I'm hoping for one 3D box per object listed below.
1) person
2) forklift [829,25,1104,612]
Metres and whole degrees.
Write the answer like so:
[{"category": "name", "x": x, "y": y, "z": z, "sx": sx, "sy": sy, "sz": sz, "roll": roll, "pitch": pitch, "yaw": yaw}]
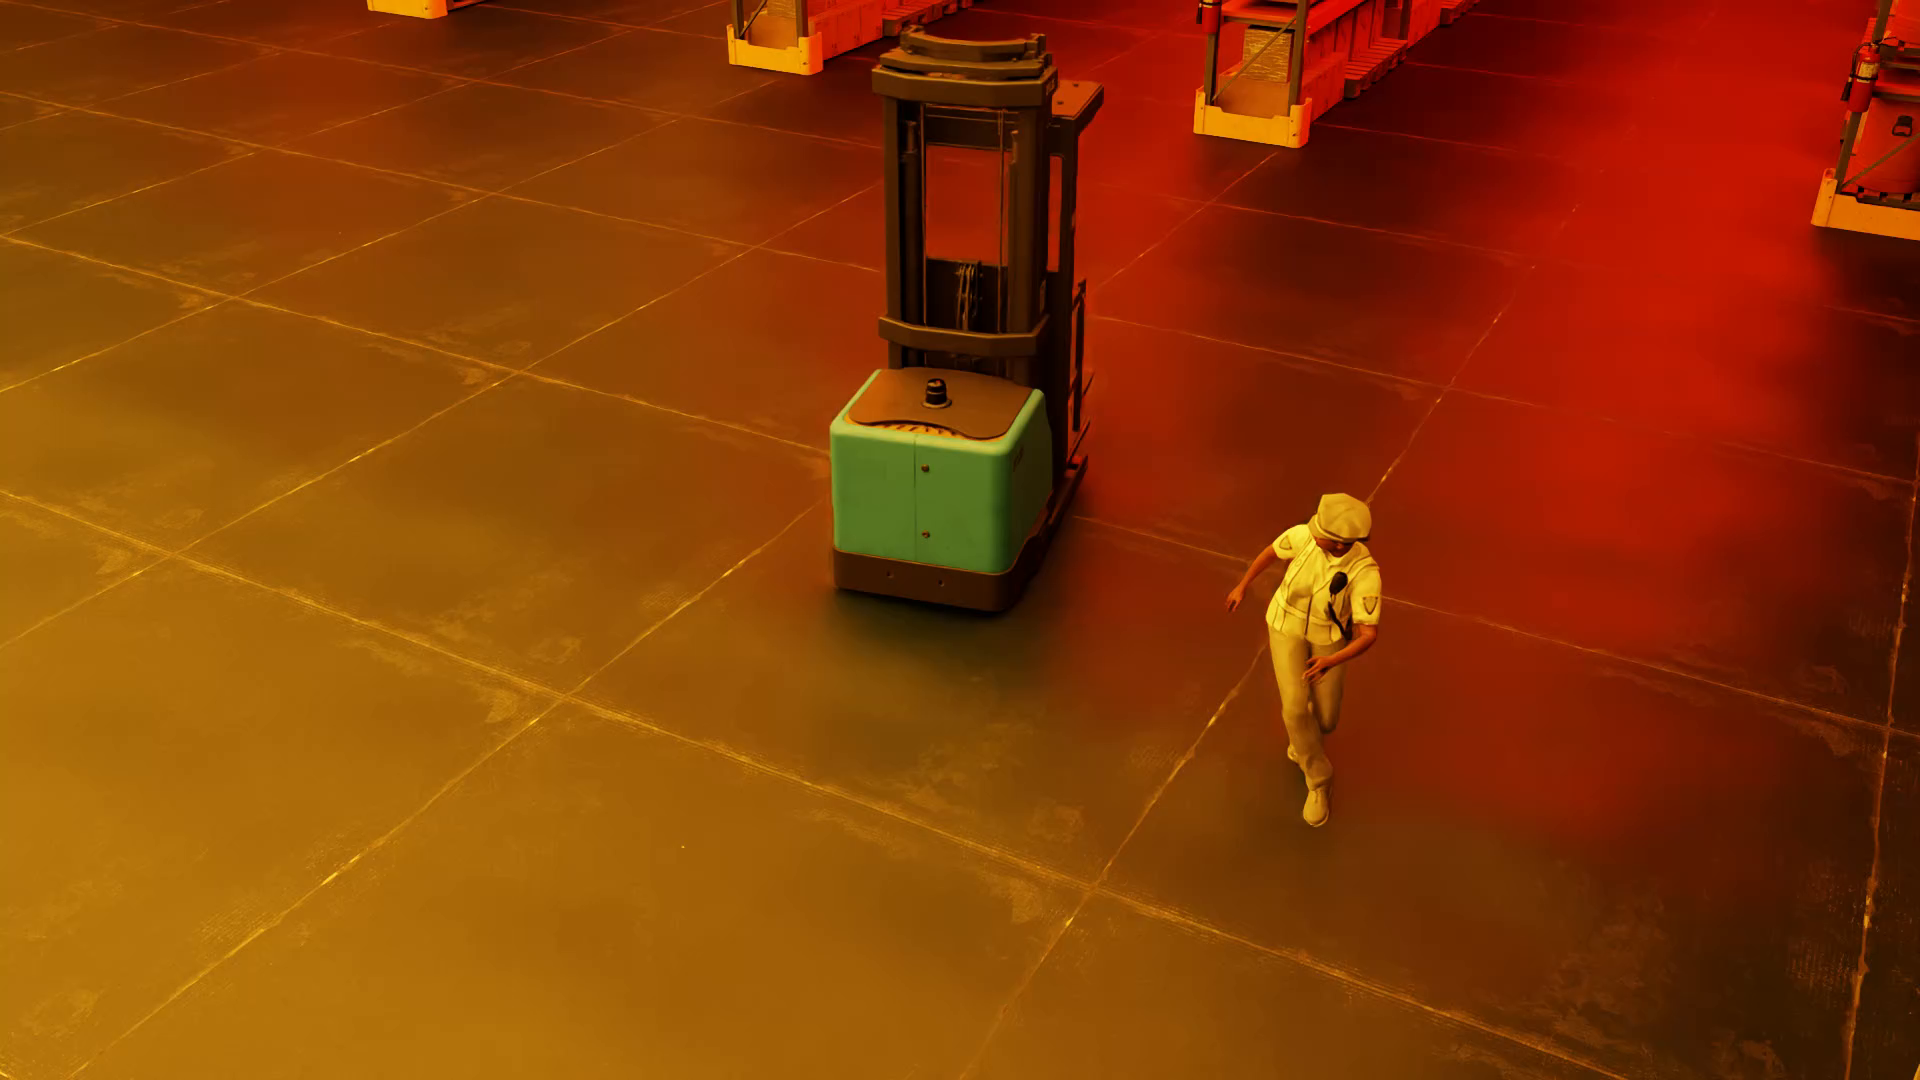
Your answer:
[{"category": "person", "x": 1.544, "y": 0.488, "z": 7.651, "sx": 0.704, "sy": 1.542, "sz": 0.779, "roll": 7, "pitch": 31, "yaw": 13}, {"category": "forklift", "x": 0.185, "y": -1.598, "z": 9.839, "sx": 1.130, "sy": 2.935, "sz": 3.031, "roll": 8, "pitch": 31, "yaw": 14}]
